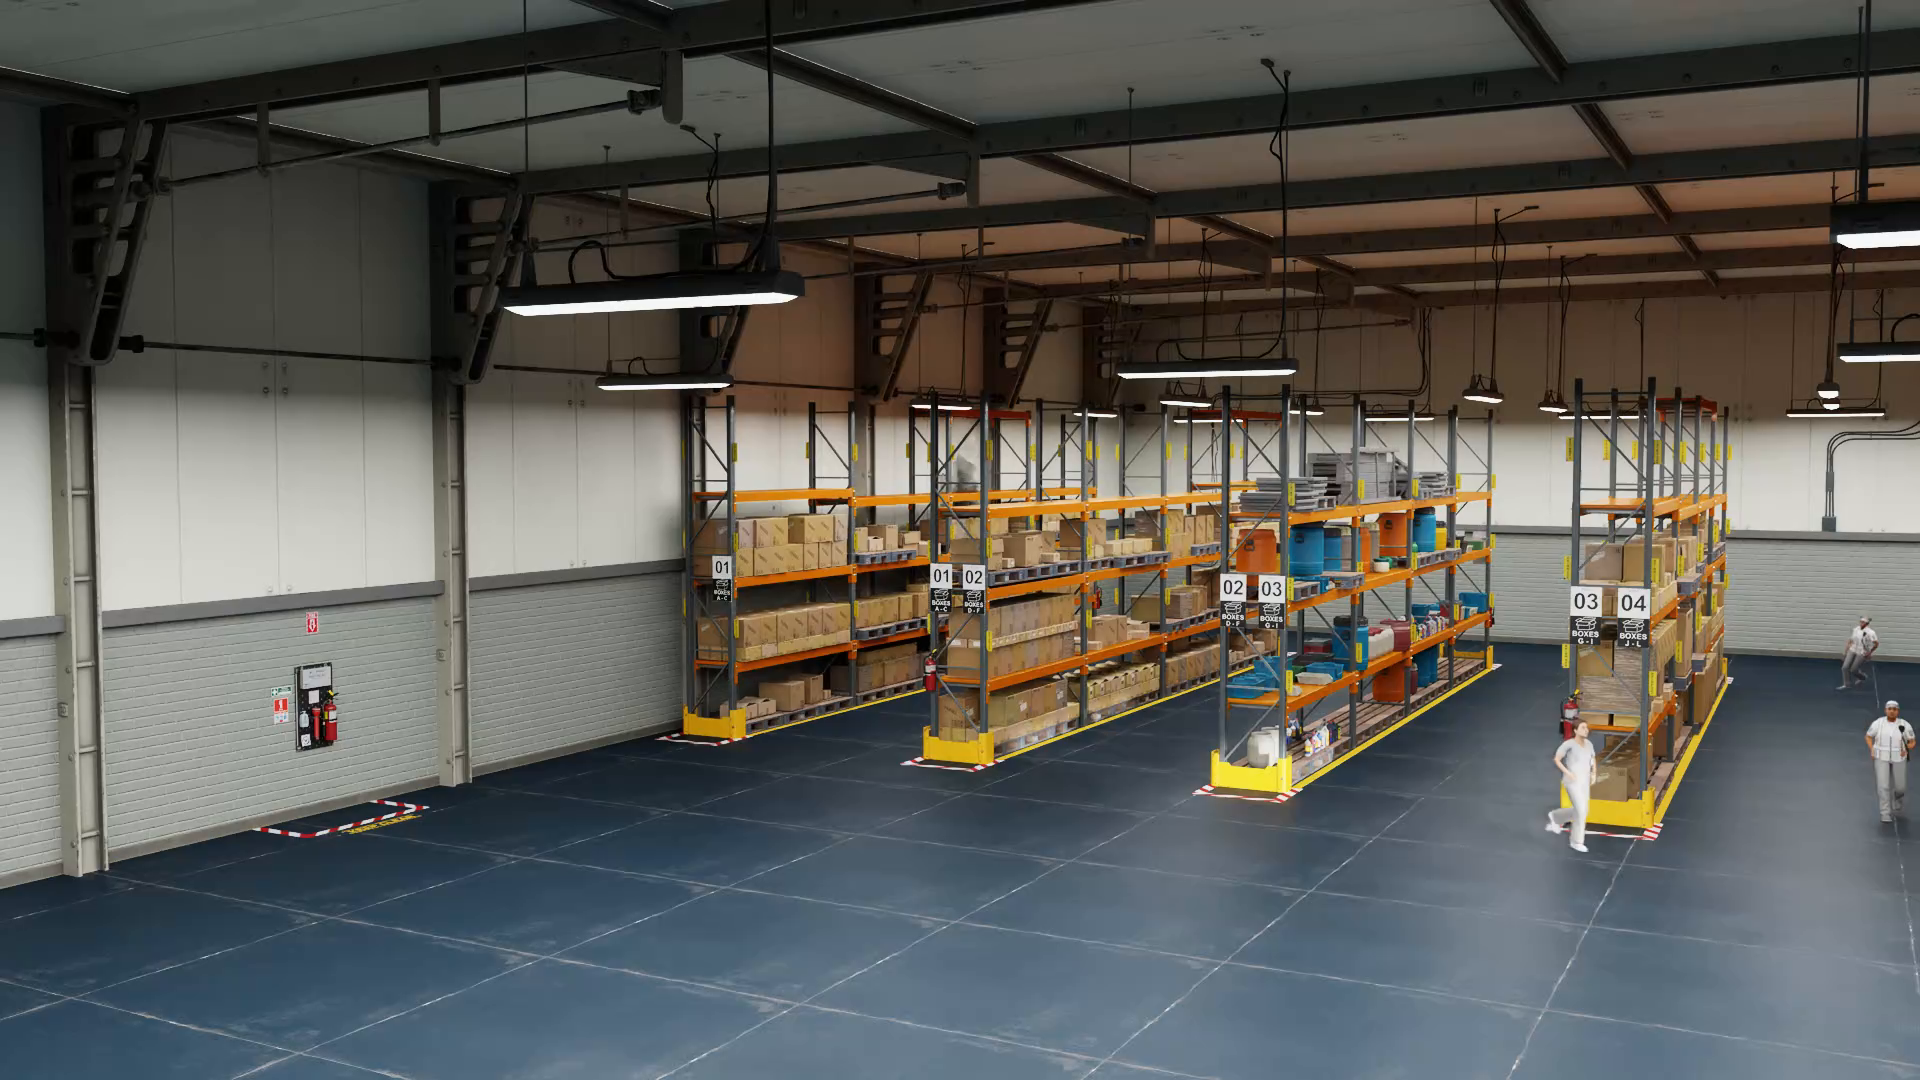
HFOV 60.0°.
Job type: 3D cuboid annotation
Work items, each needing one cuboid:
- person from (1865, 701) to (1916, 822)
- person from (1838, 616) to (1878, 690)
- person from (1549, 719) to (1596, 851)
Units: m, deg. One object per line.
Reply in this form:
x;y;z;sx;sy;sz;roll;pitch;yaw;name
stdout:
12.678;2.996;22.676;0.613;1.621;0.668;2;3;28;person
18.980;2.377;35.004;0.584;1.609;0.683;-2;3;-27;person
7.815;3.088;21.198;0.601;1.653;0.723;-1;3;-23;person
